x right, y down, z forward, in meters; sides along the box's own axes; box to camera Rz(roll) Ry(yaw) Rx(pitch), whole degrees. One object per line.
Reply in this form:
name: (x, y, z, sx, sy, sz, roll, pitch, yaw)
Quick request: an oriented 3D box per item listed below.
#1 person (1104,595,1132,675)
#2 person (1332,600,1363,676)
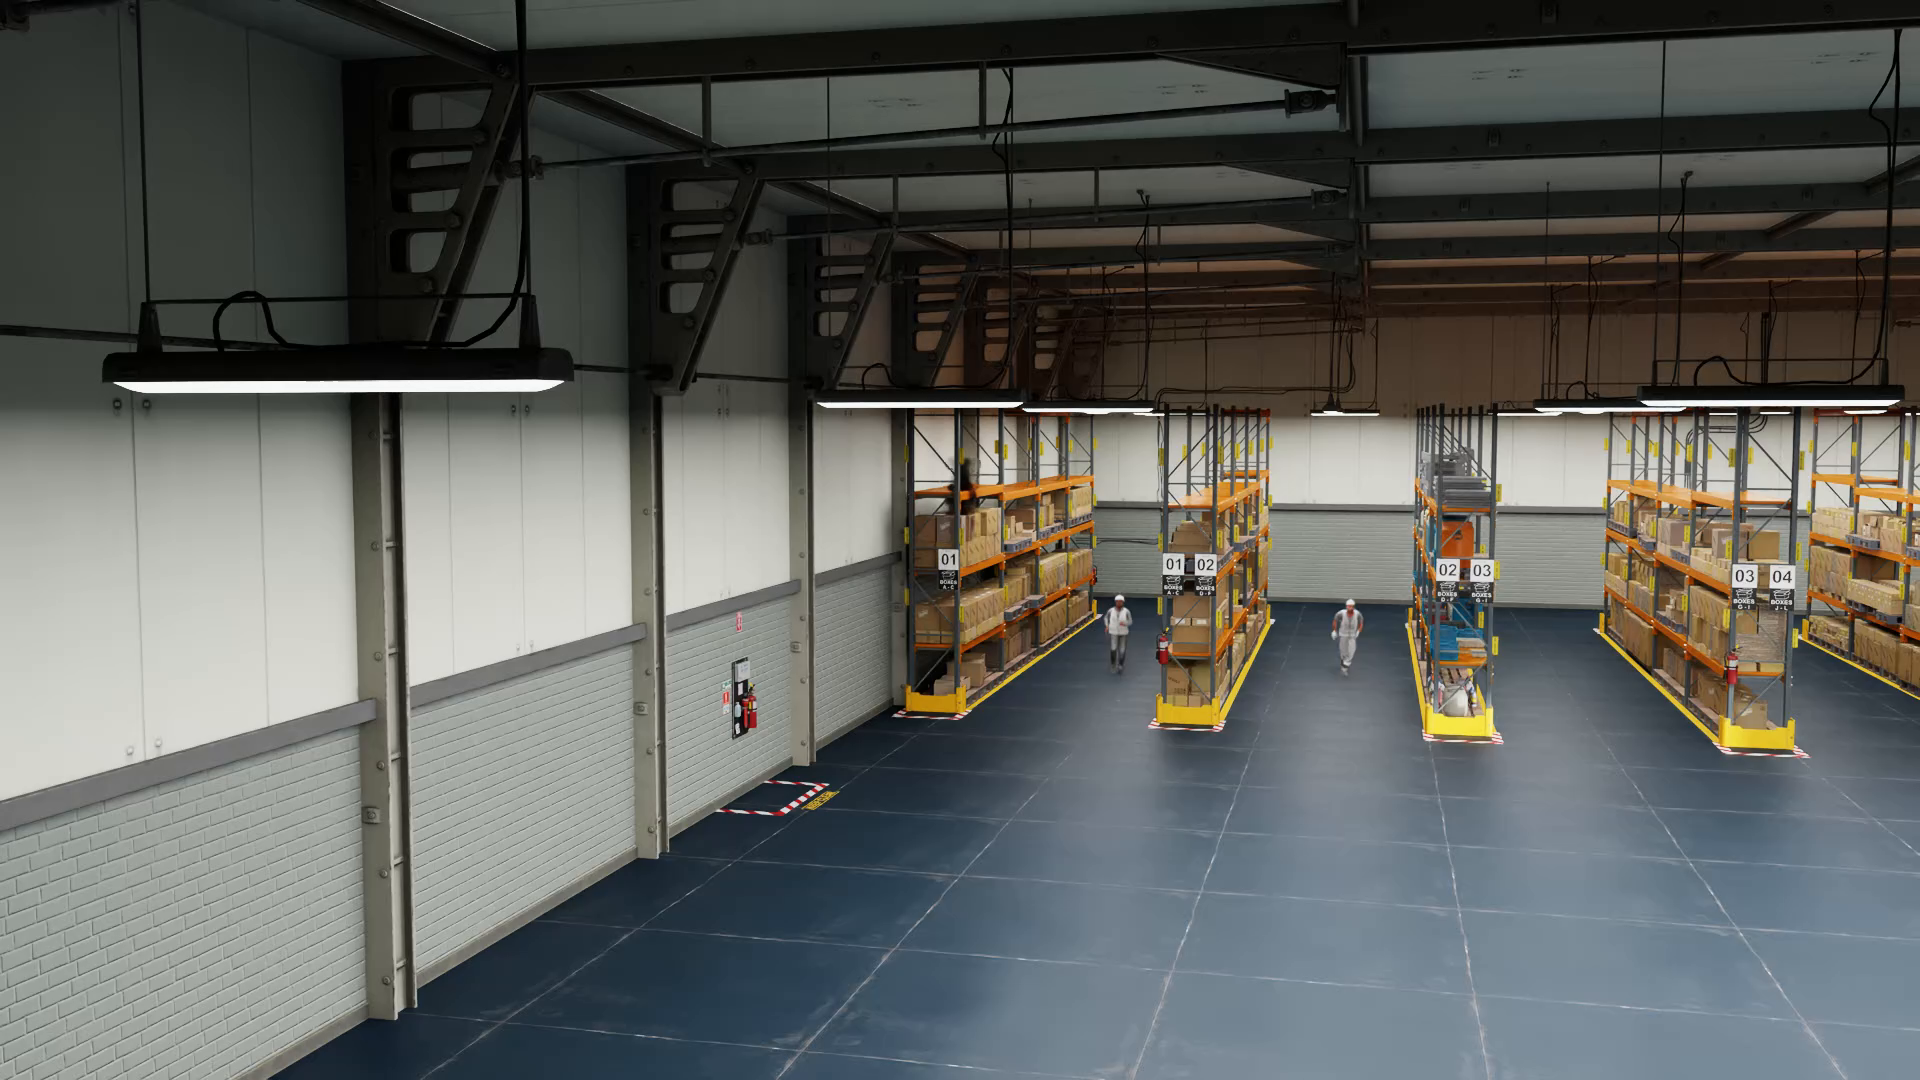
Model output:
person: (3.549, 2.131, 37.272, 0.626, 1.799, 0.725, 0, 4, 4)
person: (8.666, 2.165, 37.167, 0.653, 1.715, 0.704, 0, 4, -2)
